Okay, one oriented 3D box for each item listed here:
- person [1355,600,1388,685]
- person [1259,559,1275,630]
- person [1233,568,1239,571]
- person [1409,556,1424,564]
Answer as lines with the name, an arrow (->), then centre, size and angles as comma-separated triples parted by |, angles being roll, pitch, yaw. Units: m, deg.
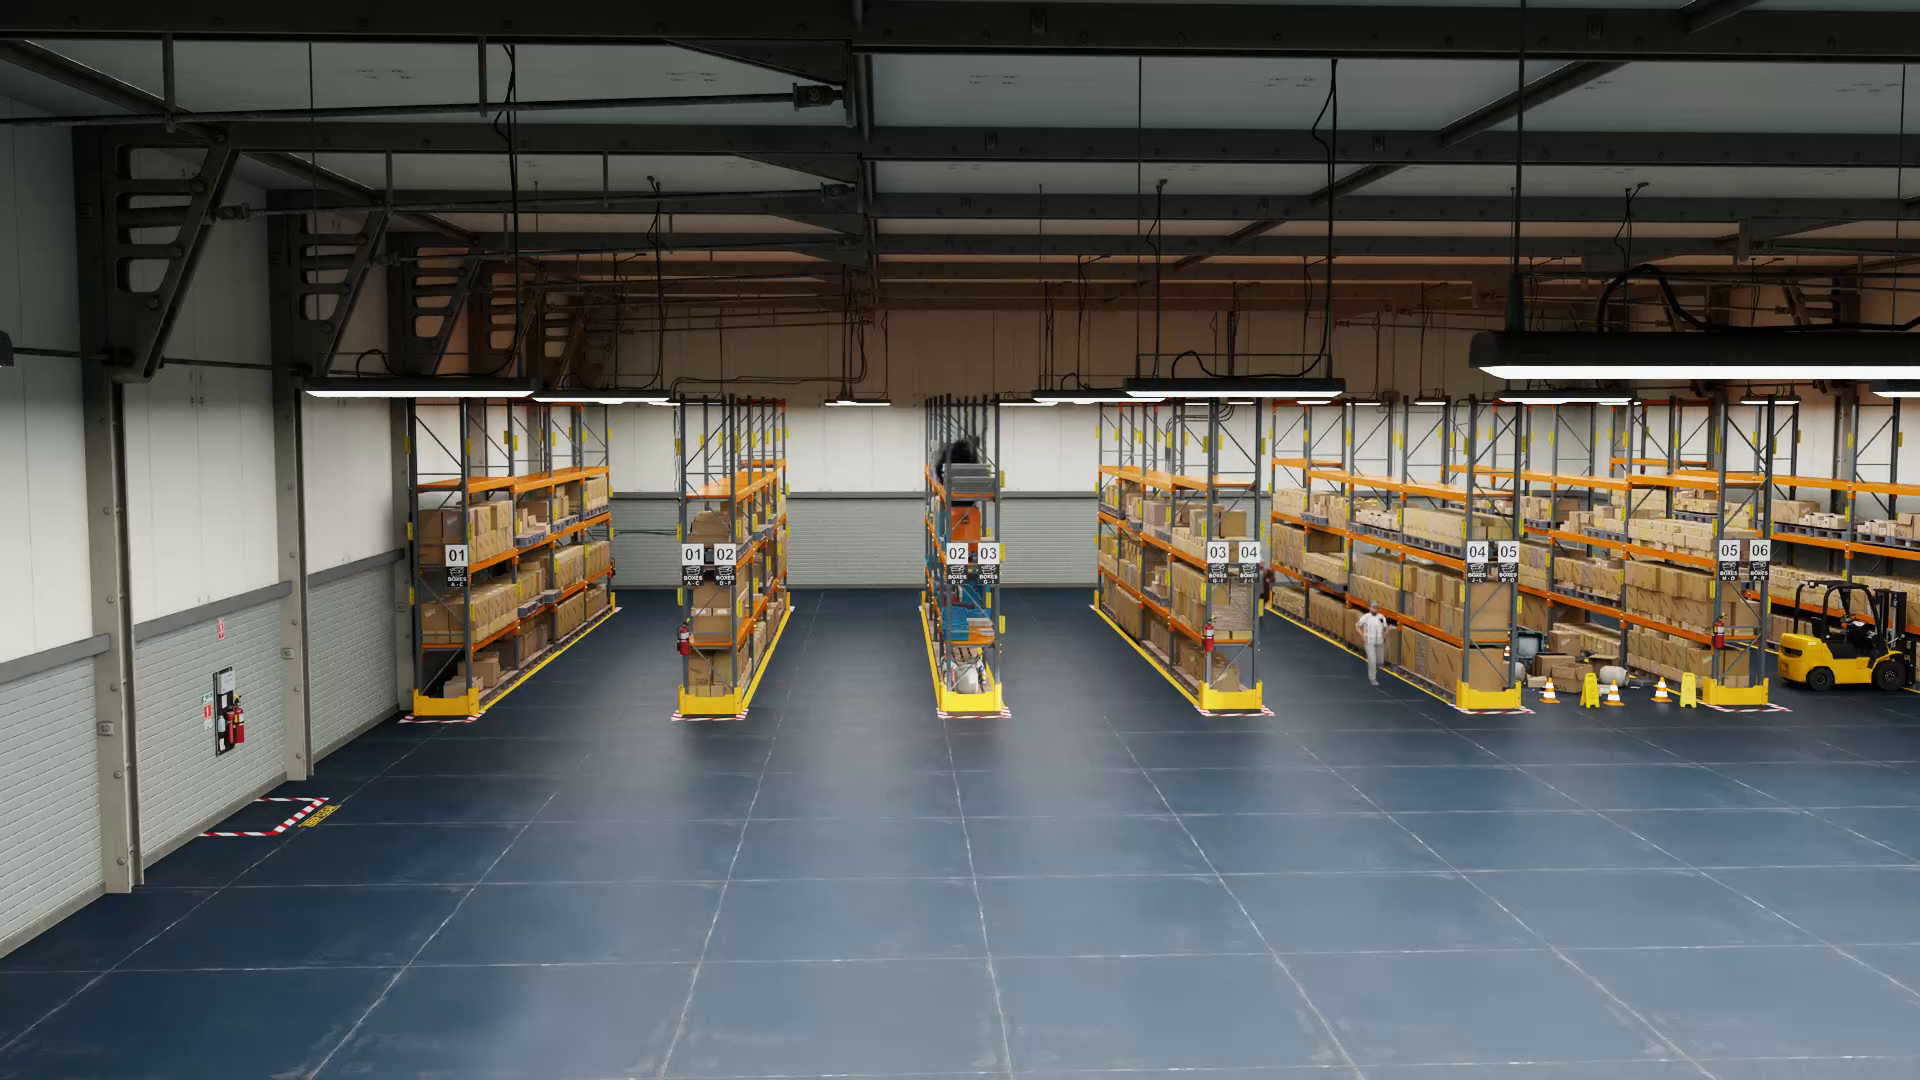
person -> 8.594, 2.115, 34.635 | 0.672, 1.741, 0.780 | 0, 5, -6
person -> 7.888, 1.405, 43.471 | 0.674, 1.835, 0.925 | 0, 5, 2
person -> 8.099, 1.062, 48.585 | 0.904, 1.748, 0.594 | 4, 6, 40
person -> 13.524, 0.989, 49.395 | 0.912, 1.686, 0.657 | 0, 5, 3
